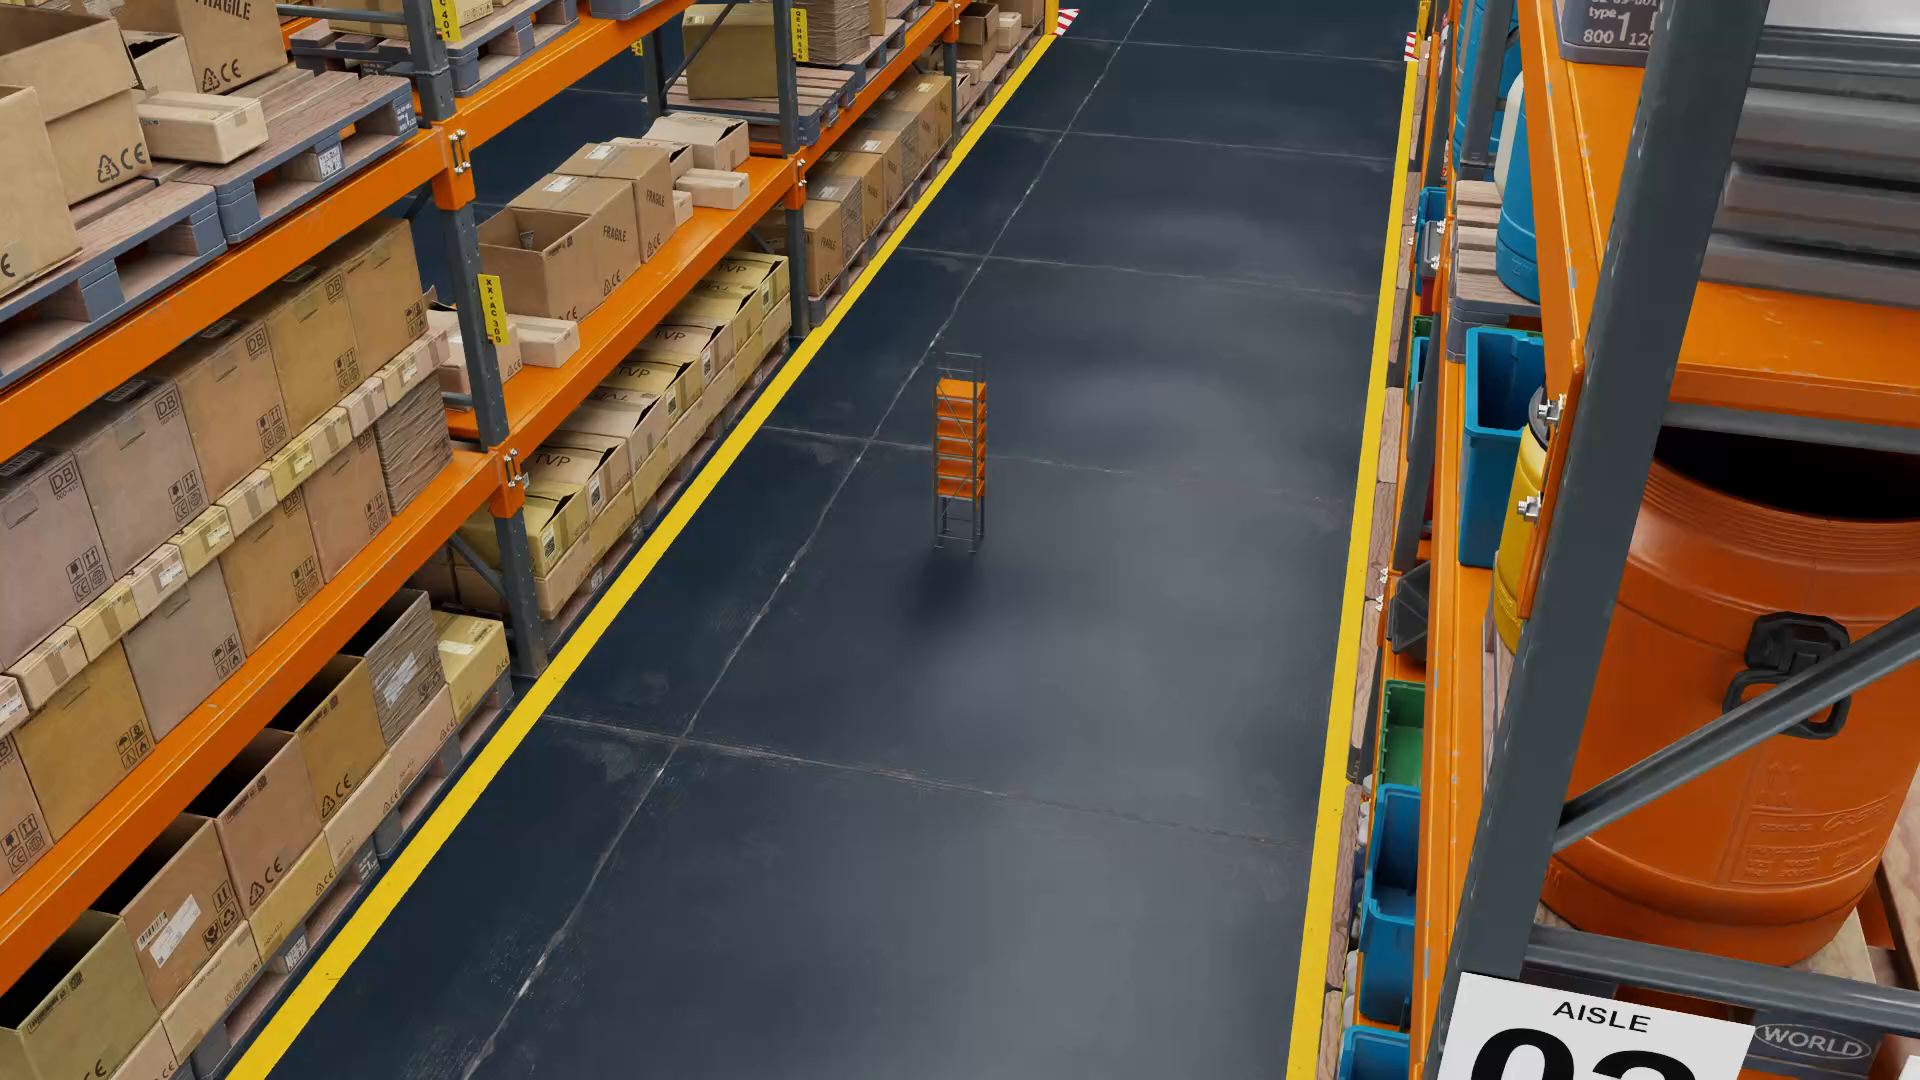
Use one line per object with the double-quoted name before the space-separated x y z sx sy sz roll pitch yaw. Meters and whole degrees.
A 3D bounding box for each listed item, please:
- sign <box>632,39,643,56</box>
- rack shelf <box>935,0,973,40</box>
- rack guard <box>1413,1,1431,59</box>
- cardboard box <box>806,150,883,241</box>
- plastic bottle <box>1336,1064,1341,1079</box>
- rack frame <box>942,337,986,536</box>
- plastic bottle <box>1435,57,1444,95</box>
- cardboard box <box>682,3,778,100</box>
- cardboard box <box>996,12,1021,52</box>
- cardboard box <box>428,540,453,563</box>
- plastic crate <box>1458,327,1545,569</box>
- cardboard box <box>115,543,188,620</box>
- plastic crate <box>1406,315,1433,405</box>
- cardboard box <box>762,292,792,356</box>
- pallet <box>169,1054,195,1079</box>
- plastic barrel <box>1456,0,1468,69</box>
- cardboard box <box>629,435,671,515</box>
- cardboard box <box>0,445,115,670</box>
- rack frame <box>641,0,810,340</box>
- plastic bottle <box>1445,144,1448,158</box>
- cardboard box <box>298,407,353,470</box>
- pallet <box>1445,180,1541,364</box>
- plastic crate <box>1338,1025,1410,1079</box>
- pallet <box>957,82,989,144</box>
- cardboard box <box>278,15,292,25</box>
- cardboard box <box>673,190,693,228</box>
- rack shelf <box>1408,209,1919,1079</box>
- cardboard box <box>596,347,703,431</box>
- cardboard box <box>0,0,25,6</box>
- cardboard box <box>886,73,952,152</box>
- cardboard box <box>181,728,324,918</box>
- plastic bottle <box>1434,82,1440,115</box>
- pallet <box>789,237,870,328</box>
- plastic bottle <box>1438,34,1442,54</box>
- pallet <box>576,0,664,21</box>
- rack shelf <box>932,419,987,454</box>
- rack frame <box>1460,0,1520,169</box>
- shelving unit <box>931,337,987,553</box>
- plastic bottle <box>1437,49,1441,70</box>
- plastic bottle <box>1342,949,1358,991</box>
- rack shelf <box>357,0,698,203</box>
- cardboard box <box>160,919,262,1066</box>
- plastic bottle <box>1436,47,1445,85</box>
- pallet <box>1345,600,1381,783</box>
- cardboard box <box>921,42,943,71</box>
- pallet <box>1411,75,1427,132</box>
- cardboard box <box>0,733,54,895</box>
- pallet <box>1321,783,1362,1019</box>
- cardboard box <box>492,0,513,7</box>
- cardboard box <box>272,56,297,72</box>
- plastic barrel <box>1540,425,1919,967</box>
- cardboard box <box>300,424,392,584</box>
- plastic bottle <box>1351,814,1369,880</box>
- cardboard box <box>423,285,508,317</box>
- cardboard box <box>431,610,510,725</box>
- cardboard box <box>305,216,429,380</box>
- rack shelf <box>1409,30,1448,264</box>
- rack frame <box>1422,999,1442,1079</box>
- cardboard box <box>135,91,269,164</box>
"sign" -2.070 -3.271 10.663 0.100 0.325 0.005 8 33 12
"rack shelf" -0.020 -5.557 15.935 1.077 0.370 4.000 8 33 12
"rack guard" 5.271 -5.181 17.004 1.175 0.500 0.348 8 33 12
"cardboard box" -0.891 -2.607 12.544 0.500 0.500 0.500 8 33 12
"plastic bottle" 1.350 1.905 5.656 0.152 0.276 0.135 8 33 13
"rack frame" 0.020 -0.546 9.061 0.240 1.200 0.006 8 33 12
"plastic bottle" 3.483 -3.304 11.837 0.152 0.276 0.135 8 33 12
"cardboard box" -1.492 -3.308 11.243 0.700 0.500 0.500 -3 33 -4
"cardboard box" 0.317 -5.119 16.729 0.500 0.250 0.500 8 33 12
"cardboard box" -2.733 -0.174 8.446 0.500 0.311 0.500 8 33 12
"plastic crate" 1.410 -0.208 4.071 0.392 0.384 0.575 8 33 12
"cardboard box" -2.874 0.117 5.642 0.380 0.149 0.250 8 33 13
"plastic crate" 2.401 -0.847 8.054 0.450 0.188 0.662 8 33 12
"cardboard box" -1.441 -1.457 10.988 0.500 0.250 0.500 9 33 14
"pallet" -3.420 2.179 5.695 1.003 0.211 1.213 8 33 12
"plastic barrel" 2.483 -2.444 7.105 0.600 0.901 0.708 8 33 12
"cardboard box" -1.956 -0.398 9.321 0.500 0.250 0.500 7 33 11
"cardboard box" -3.173 0.012 5.203 0.700 0.500 0.500 8 33 13
"rack frame" -1.543 -2.747 10.844 1.000 3.000 0.127 8 33 12
"plastic bottle" 3.043 -2.432 10.534 0.097 0.201 0.097 0 32 0
"cardboard box" -2.614 -0.416 6.480 0.380 0.149 0.250 8 33 12
"pallet" 2.144 -0.793 5.151 1.213 0.211 1.003 8 33 12
"plastic crate" 1.225 1.507 4.292 0.499 0.251 0.408 8 33 12
"pallet" -0.353 -4.002 15.418 1.003 0.211 1.213 8 33 12
"cardboard box" -5.649 -4.258 13.438 0.380 0.149 0.250 8 33 13
"cardboard box" -1.812 -1.971 9.859 0.380 0.149 0.250 10 34 16
"rack shelf" 1.725 0.081 4.271 1.077 0.370 4.000 8 33 12
"cardboard box" -1.823 -0.903 9.593 0.500 0.311 0.500 9 34 14
"cardboard box" -6.461 -3.569 11.029 0.380 0.149 0.250 3 33 4
"cardboard box" -0.376 -3.658 14.198 0.500 0.500 0.500 8 33 12
"cardboard box" -2.839 1.045 6.352 0.500 0.500 0.500 8 33 12
"plastic bottle" 3.308 -3.047 11.426 0.061 0.283 0.133 8 33 12
"pallet" -1.317 -1.952 12.194 1.003 0.211 1.213 8 33 12
"plastic bottle" 3.711 -3.798 12.684 0.097 0.201 0.097 0 32 0
"pallet" -1.910 -2.988 8.604 1.003 0.211 1.213 10 34 15
"rack shelf" -0.004 -0.563 8.946 0.258 0.103 0.180 8 33 12
"rack frame" 2.232 -2.526 4.906 1.000 3.000 0.127 8 33 12
"shelving unit" -0.004 -0.499 8.986 0.258 1.200 0.189 8 33 12
"plastic bottle" 3.603 -3.577 12.336 0.097 0.201 0.097 0 32 0
"plastic bottle" 1.484 1.605 6.198 0.097 0.201 0.097 0 32 0
"rack shelf" -2.050 -2.671 8.600 1.077 0.370 4.000 8 33 12
"cardboard box" -2.971 1.621 6.146 0.500 0.250 0.500 8 33 12
"plastic bottle" 3.541 -3.425 12.027 0.152 0.276 0.135 8 33 12
"pallet" 2.394 0.769 7.913 1.003 0.211 1.213 8 33 12
"cardboard box" -0.467 -4.597 15.851 0.500 0.311 0.500 8 33 12
"pallet" 4.719 -3.991 15.401 1.003 0.211 1.213 8 33 12
"cardboard box" -3.314 0.849 5.095 0.700 0.500 0.500 9 34 14
"pallet" 2.021 1.525 6.724 1.003 0.211 1.213 8 33 12
"cardboard box" -2.256 -2.654 7.652 0.500 0.250 0.500 5 33 8
"cardboard box" -5.793 -3.507 13.652 0.750 0.750 0.750 8 33 12
"plastic barrel" 1.218 0.187 2.641 0.600 0.830 0.708 8 33 12
"cardboard box" -2.792 -0.207 6.757 0.700 0.500 0.500 8 33 12
"plastic bottle" 1.672 1.246 6.692 0.152 0.276 0.135 9 34 14
"cardboard box" -2.513 -1.095 8.372 0.396 0.266 0.258 7 33 11
"cardboard box" -2.464 0.583 7.779 0.500 0.250 0.500 8 33 12
"cardboard box" -2.665 -1.029 6.841 0.700 0.500 0.500 8 33 13
"rack shelf" 3.755 -2.805 11.606 1.077 0.370 4.000 8 33 12
"rack frame" 1.217 2.081 3.250 1.000 3.000 0.127 8 33 12
"cardboard box" -2.600 -1.404 5.648 0.380 0.149 0.250 8 33 12
